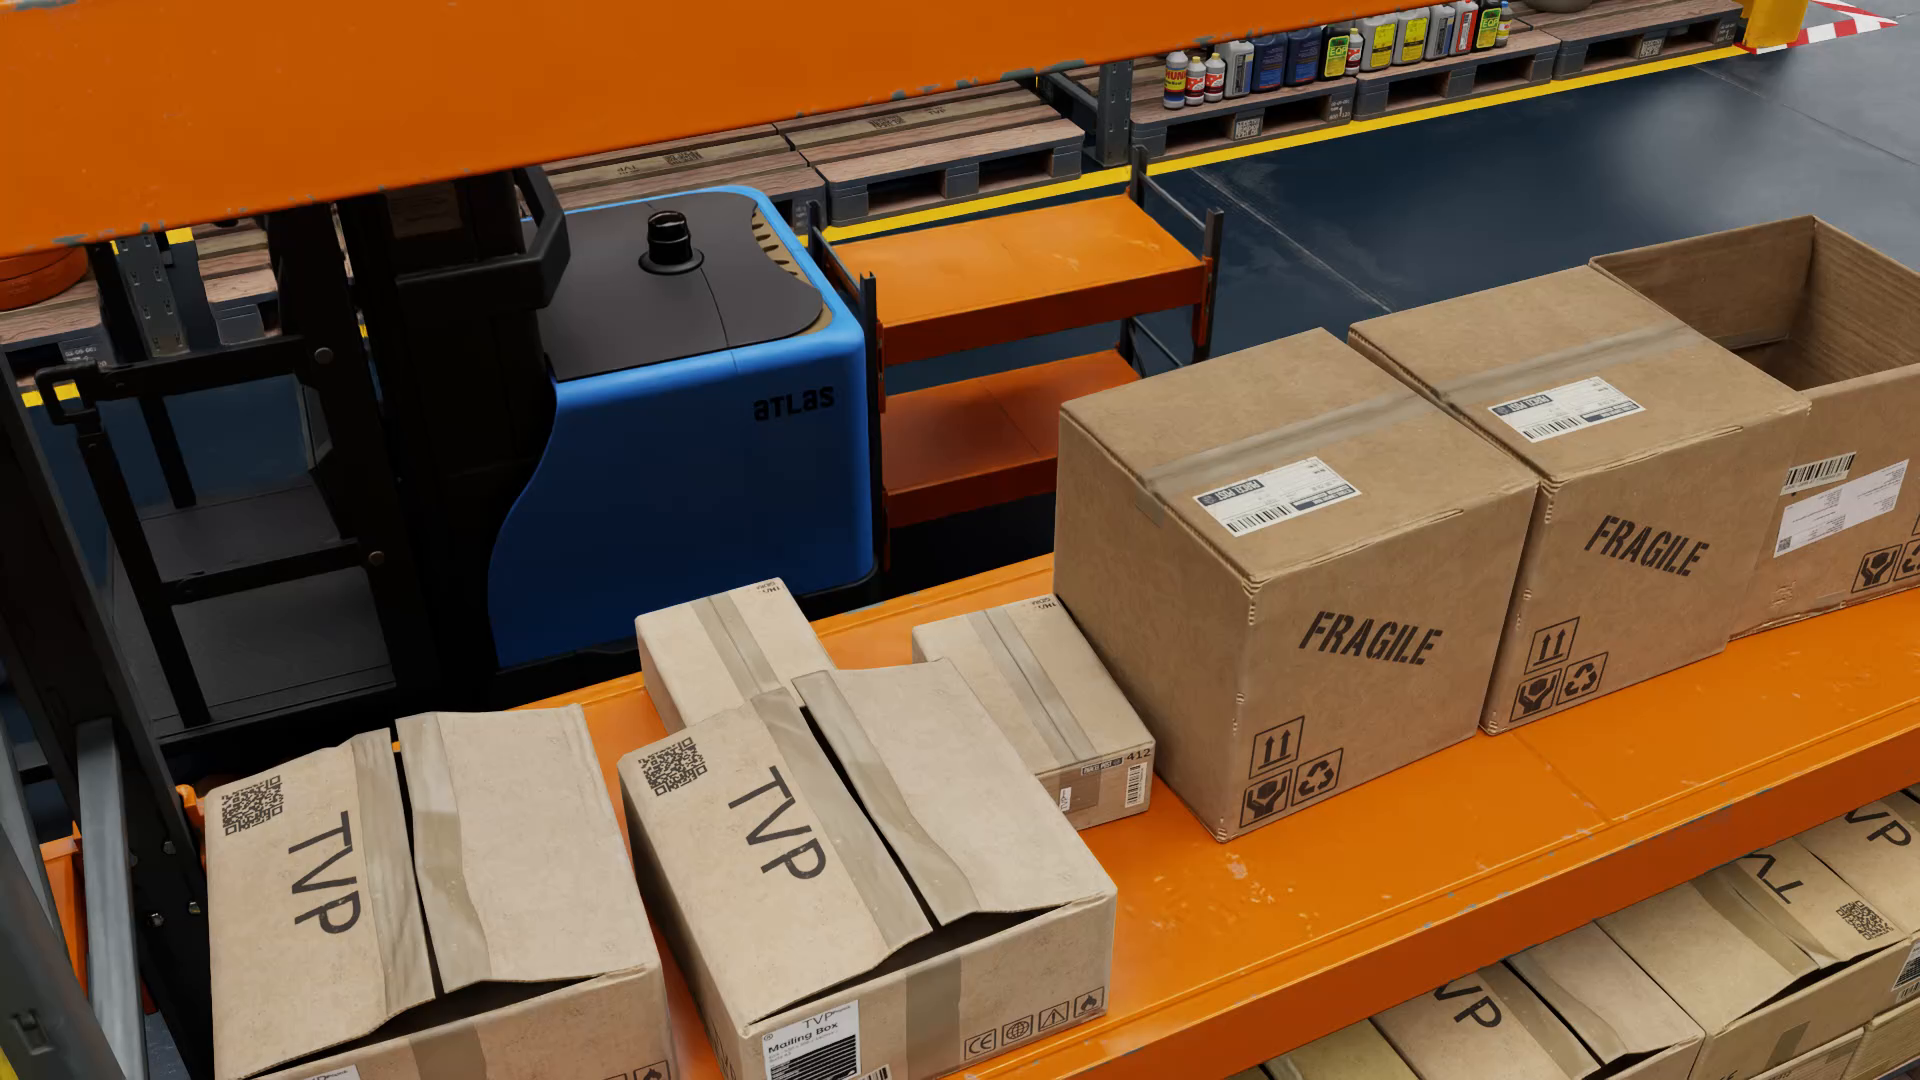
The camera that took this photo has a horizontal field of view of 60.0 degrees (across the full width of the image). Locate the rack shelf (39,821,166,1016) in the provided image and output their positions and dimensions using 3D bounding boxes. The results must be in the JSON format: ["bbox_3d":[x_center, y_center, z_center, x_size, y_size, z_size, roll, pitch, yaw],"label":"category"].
[{"bbox_3d":[-2.837,1.320,1.556,4.000,0.370,1.077,-16,39,-20],"label":"rack shelf"}]

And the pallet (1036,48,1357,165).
[{"bbox_3d":[1.119,-2.187,8.021,1.213,0.211,1.003,-16,39,-20],"label":"pallet"}]

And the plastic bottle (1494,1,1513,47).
[{"bbox_3d":[2.638,-2.523,8.114,0.097,0.201,0.097,0,37,0],"label":"plastic bottle"}]

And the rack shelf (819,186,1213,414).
[{"bbox_3d":[0.149,-0.706,4.766,1.000,0.278,0.538,-14,39,-18],"label":"rack shelf"}]

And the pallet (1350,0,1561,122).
[{"bbox_3d":[2.225,-2.498,8.441,1.213,0.211,1.003,-16,39,-20],"label":"pallet"}]

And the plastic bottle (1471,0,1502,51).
[{"bbox_3d":[2.540,-2.517,8.036,0.133,0.283,0.061,-15,39,-19],"label":"plastic bottle"}]

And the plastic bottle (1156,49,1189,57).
[{"bbox_3d":[1.016,-2.513,7.974,0.185,0.351,0.144,-16,39,-20],"label":"plastic bottle"}]

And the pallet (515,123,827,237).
[{"bbox_3d":[-1.307,-1.509,7.107,1.213,0.211,1.003,-16,39,-20],"label":"pallet"}]

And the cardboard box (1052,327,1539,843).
[{"bbox_3d":[0.486,0.052,2.579,0.500,0.500,0.500,-18,40,-22],"label":"cardboard box"}]

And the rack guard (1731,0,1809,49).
[{"bbox_3d":[4.066,-3.123,9.041,0.348,0.500,1.175,-16,39,-20],"label":"rack guard"}]

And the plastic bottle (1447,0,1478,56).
[{"bbox_3d":[2.399,-2.504,8.026,0.135,0.276,0.152,-15,39,-20],"label":"plastic bottle"}]

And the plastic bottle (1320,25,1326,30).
[{"bbox_3d":[1.689,-2.326,7.789,0.097,0.271,0.097,0,37,0],"label":"plastic bottle"}]

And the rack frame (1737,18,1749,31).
[{"bbox_3d":[4.115,-4.172,8.357,0.127,3.000,1.000,-16,39,-20],"label":"rack frame"}]

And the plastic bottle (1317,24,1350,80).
[{"bbox_3d":[1.739,-2.293,7.734,0.133,0.283,0.061,-14,39,-18],"label":"plastic bottle"}]

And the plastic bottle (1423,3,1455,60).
[{"bbox_3d":[2.273,-2.469,7.978,0.135,0.276,0.152,-17,40,-21],"label":"plastic bottle"}]

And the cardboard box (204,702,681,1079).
[{"bbox_3d":[-0.678,0.492,2.143,0.500,0.311,0.500,-13,39,-17],"label":"cardboard box"}]

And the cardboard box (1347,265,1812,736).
[{"bbox_3d":[0.963,-0.082,2.758,0.500,0.500,0.500,-16,39,-20],"label":"cardboard box"}]

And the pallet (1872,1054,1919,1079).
[{"bbox_3d":[1.945,0.840,3.940,1.213,0.211,1.003,-16,39,-20],"label":"pallet"}]

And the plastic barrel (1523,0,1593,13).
[{"bbox_3d":[3.098,-3.007,8.522,0.421,0.512,0.421,0,37,0],"label":"plastic barrel"}]

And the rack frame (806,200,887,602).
[{"bbox_3d":[-0.323,-0.357,4.787,0.032,1.125,0.500,-14,39,-18],"label":"rack frame"}]

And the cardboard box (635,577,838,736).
[{"bbox_3d":[-0.329,0.249,2.607,0.250,0.149,0.380,-16,39,-20],"label":"cardboard box"}]

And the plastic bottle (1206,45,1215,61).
[{"bbox_3d":[1.204,-2.243,7.667,0.133,0.283,0.061,-16,39,-20],"label":"plastic bottle"}]

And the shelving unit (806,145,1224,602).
[{"bbox_3d":[0.149,-0.471,4.940,1.048,1.125,0.538,-14,39,-18],"label":"shelving unit"}]

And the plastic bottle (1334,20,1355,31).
[{"bbox_3d":[1.871,-2.452,7.955,0.135,0.276,0.152,-16,39,-20],"label":"plastic bottle"}]

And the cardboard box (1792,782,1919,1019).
[{"bbox_3d":[1.882,0.615,3.387,0.500,0.311,0.500,-15,39,-19],"label":"cardboard box"}]

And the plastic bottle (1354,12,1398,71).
[{"bbox_3d":[1.956,-2.408,7.833,0.185,0.351,0.144,-16,39,-20],"label":"plastic bottle"}]

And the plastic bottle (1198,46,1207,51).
[{"bbox_3d":[1.214,-2.536,8.068,0.135,0.276,0.152,-16,39,-20],"label":"plastic bottle"}]

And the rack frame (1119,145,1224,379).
[{"bbox_3d":[0.620,-0.584,5.093,0.032,1.125,0.500,-14,39,-18],"label":"rack frame"}]

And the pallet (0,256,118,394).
[{"bbox_3d":[-3.823,-0.805,6.158,1.213,0.211,1.003,-16,39,-20],"label":"pallet"}]

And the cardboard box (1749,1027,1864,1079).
[{"bbox_3d":[1.421,0.967,3.385,0.500,0.250,0.500,-15,39,-19],"label":"cardboard box"}]

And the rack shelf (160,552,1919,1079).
[{"bbox_3d":[0.784,0.308,2.921,4.000,0.370,1.077,-16,39,-20],"label":"rack shelf"}]

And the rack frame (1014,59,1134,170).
[{"bbox_3d":[0.494,-3.159,6.992,0.127,3.000,1.000,-16,39,-20],"label":"rack frame"}]

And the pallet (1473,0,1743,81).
[{"bbox_3d":[3.328,-2.805,8.854,1.213,0.211,1.003,-16,39,-20],"label":"pallet"}]

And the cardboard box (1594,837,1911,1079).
[{"bbox_3d":[1.429,0.740,3.219,0.500,0.311,0.500,-16,39,-20],"label":"cardboard box"}]

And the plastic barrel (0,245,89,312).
[{"bbox_3d":[-3.563,-1.311,5.969,0.708,0.830,0.600,-16,39,-20],"label":"plastic barrel"}]

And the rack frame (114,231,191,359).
[{"bbox_3d":[-3.127,-2.147,5.627,0.127,3.000,1.000,-16,39,-20],"label":"rack frame"}]

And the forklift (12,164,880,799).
[{"bbox_3d":[-1.796,-0.777,3.838,3.031,2.935,1.130,-14,39,-18],"label":"forklift"}]

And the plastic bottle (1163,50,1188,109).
[{"bbox_3d":[0.968,-2.085,7.464,0.097,0.271,0.097,0,37,0],"label":"plastic bottle"}]

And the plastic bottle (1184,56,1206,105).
[{"bbox_3d":[1.060,-2.082,7.519,0.097,0.201,0.097,0,37,0],"label":"plastic bottle"}]

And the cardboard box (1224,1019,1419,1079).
[{"bbox_3d":[0.507,0.996,2.874,0.500,0.311,0.500,-17,40,-21],"label":"cardboard box"}]

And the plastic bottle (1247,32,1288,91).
[{"bbox_3d":[1.401,-2.253,7.624,0.185,0.351,0.144,-15,39,-19],"label":"plastic bottle"}]

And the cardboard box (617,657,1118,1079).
[{"bbox_3d":[-0.134,0.439,2.215,0.500,0.311,0.500,-16,39,-20],"label":"cardboard box"}]

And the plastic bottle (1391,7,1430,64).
[{"bbox_3d":[2.125,-2.455,7.897,0.185,0.351,0.144,-14,39,-18],"label":"plastic bottle"}]

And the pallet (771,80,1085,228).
[{"bbox_3d":[-0.201,-1.820,7.526,1.213,0.211,1.003,-16,39,-20],"label":"pallet"}]

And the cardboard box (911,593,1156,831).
[{"bbox_3d":[0.104,0.273,2.575,0.250,0.149,0.380,-13,38,-17],"label":"cardboard box"}]

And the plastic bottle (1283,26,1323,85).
[{"bbox_3d":[1.572,-2.301,7.688,0.185,0.351,0.144,-17,40,-22],"label":"plastic bottle"}]

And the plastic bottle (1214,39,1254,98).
[{"bbox_3d":[1.249,-2.183,7.592,0.135,0.276,0.152,-14,39,-18],"label":"plastic bottle"}]

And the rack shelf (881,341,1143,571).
[{"bbox_3d":[0.149,-0.274,5.086,1.000,0.278,0.538,-14,39,-18],"label":"rack shelf"}]

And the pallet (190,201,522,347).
[{"bbox_3d":[-2.409,-1.202,6.694,1.213,0.211,1.003,-16,39,-20],"label":"pallet"}]

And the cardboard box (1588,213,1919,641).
[{"bbox_3d":[1.416,-0.209,2.929,0.500,0.500,0.500,-13,38,-17],"label":"cardboard box"}]

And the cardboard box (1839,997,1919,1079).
[{"bbox_3d":[1.884,0.837,3.559,0.500,0.250,0.500,-16,40,-21],"label":"cardboard box"}]

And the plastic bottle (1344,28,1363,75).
[{"bbox_3d":[1.838,-2.300,7.812,0.097,0.201,0.097,0,37,0],"label":"plastic bottle"}]

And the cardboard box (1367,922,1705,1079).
[{"bbox_3d":[0.973,0.866,3.050,0.500,0.311,0.500,-16,39,-21],"label":"cardboard box"}]
